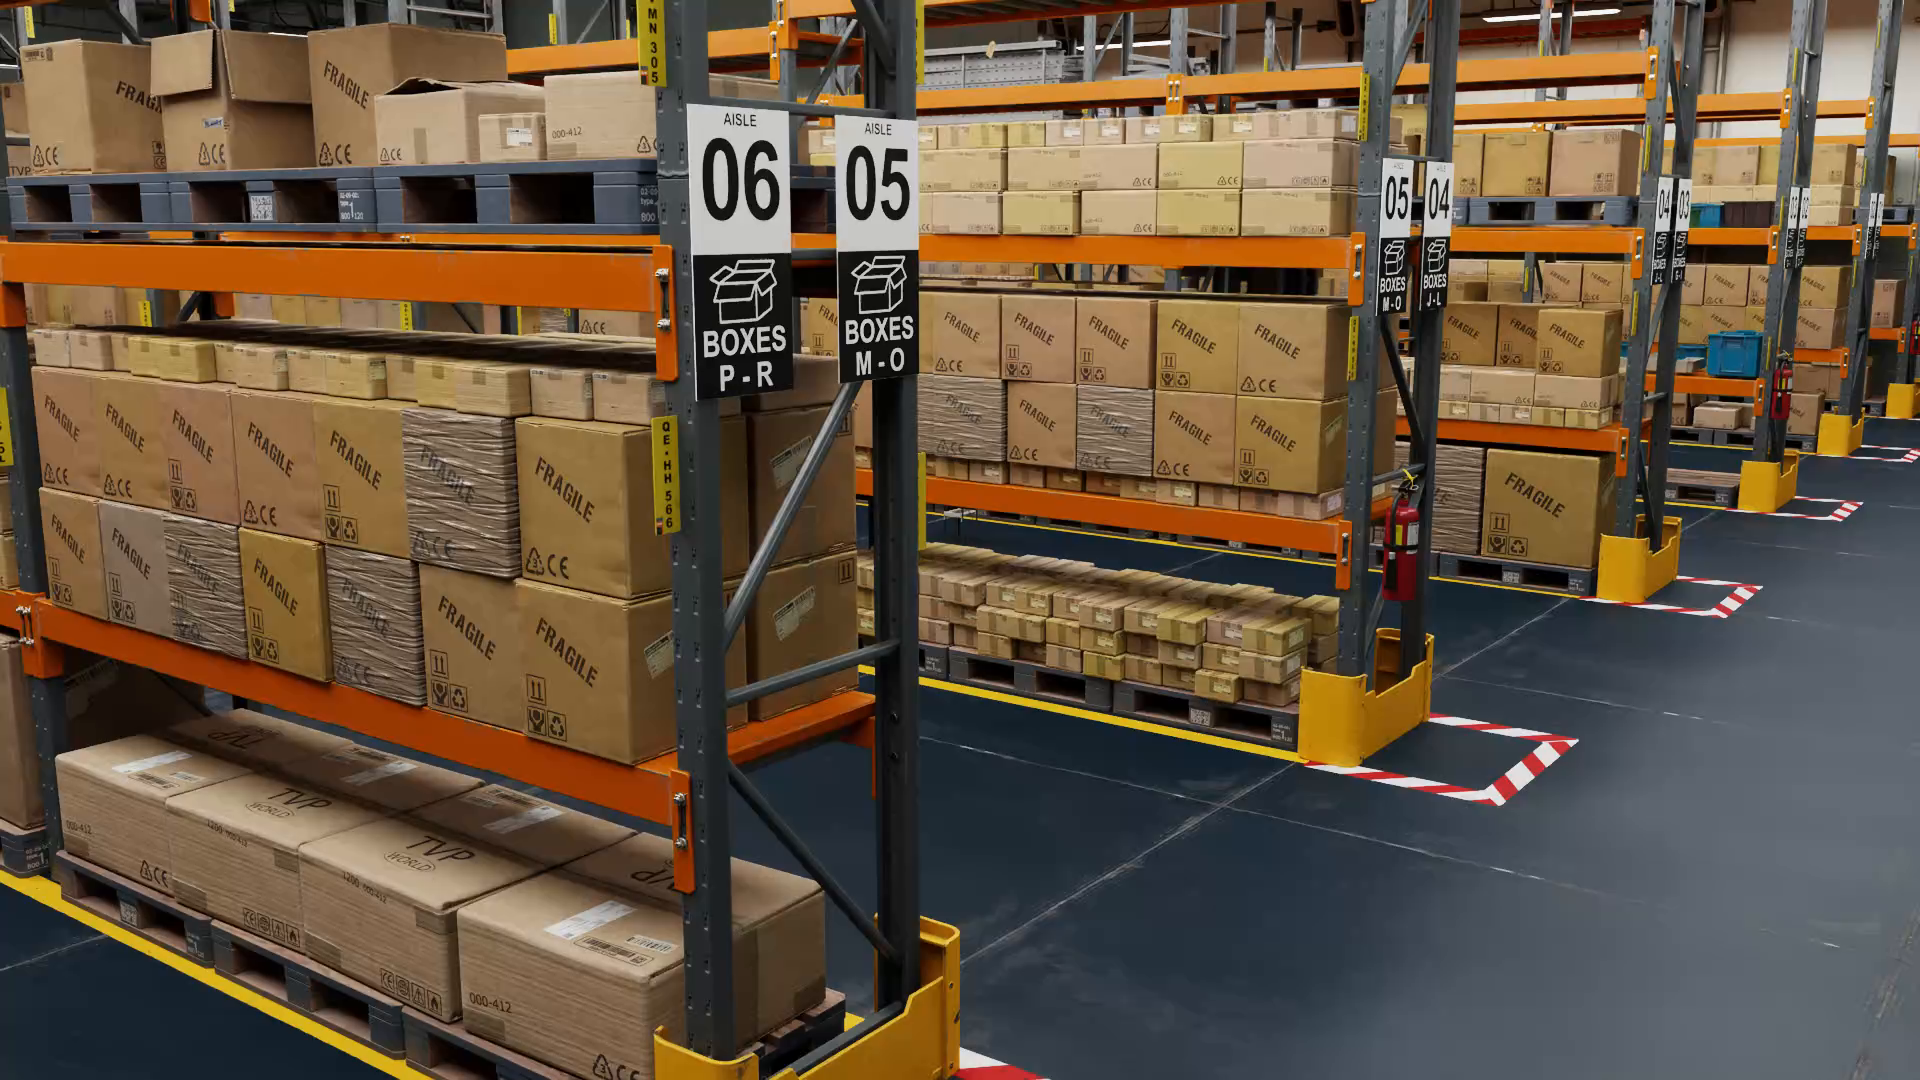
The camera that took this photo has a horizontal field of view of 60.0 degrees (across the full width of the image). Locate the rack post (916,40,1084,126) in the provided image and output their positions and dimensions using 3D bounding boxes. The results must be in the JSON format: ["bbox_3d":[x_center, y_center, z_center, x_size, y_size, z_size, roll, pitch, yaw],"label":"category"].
[{"bbox_3d":[0.285,-6.035,22.229,3.121,1.000,1.013,8,13,36],"label":"rack post"}]

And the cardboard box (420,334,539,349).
[{"bbox_3d":[-1.825,-0.697,6.353,0.250,0.149,0.380,8,13,34],"label":"cardboard box"}]

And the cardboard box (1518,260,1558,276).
[{"bbox_3d":[9.614,-4.520,27.644,0.500,0.250,0.500,8,14,37],"label":"cardboard box"}]

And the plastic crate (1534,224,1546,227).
[{"bbox_3d":[6.346,-3.559,18.547,0.466,0.136,0.293,8,13,36],"label":"plastic crate"}]

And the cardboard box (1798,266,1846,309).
[{"bbox_3d":[10.733,-3.157,20.775,0.500,0.500,0.500,8,13,35],"label":"cardboard box"}]

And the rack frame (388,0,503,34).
[{"bbox_3d":[-4.078,-4.190,13.214,0.127,3.000,1.000,8,13,36],"label":"rack frame"}]

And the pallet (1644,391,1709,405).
[{"bbox_3d":[11.526,-2.351,26.846,1.213,0.211,1.003,8,13,36],"label":"pallet"}]

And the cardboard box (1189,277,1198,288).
[{"bbox_3d":[4.256,-5.106,32.114,0.500,0.500,0.500,8,13,34],"label":"cardboard box"}]

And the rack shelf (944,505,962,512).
[{"bbox_3d":[0.007,-0.320,15.183,0.200,0.077,0.258,8,13,36],"label":"rack shelf"}]

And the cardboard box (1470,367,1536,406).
[{"bbox_3d":[4.431,-1.236,13.354,0.500,0.250,0.500,8,13,35],"label":"cardboard box"}]

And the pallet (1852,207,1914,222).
[{"bbox_3d":[13.579,-4.879,24.907,1.213,0.211,1.003,8,13,36],"label":"pallet"}]

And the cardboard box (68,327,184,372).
[{"bbox_3d":[-3.385,-0.782,6.793,0.250,0.149,0.380,8,14,36],"label":"cardboard box"}]

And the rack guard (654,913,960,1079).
[{"bbox_3d":[-0.459,1.654,5.383,0.348,0.500,1.175,8,13,36],"label":"rack guard"}]

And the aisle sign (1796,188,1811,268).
[{"bbox_3d":[8.553,-3.165,16.867,0.004,0.787,0.394,8,13,36],"label":"aisle sign"}]

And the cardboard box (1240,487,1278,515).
[{"bbox_3d":[1.762,-0.249,9.299,0.250,0.149,0.380,8,13,35],"label":"cardboard box"}]

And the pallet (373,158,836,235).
[{"bbox_3d":[-1.082,-1.087,5.306,1.213,0.211,1.003,8,13,36],"label":"pallet"}]

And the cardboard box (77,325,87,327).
[{"bbox_3d":[-8.428,-1.944,17.008,0.550,0.550,0.875,8,13,36],"label":"cardboard box"}]

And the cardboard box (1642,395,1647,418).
[{"bbox_3d":[9.262,-1.850,22.834,0.500,0.311,0.500,8,13,36],"label":"cardboard box"}]

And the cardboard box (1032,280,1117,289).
[{"bbox_3d":[1.098,-2.234,15.994,0.637,0.503,0.797,8,14,36],"label":"cardboard box"}]

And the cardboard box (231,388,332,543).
[{"bbox_3d":[-2.247,-0.301,6.011,0.500,0.500,0.500,8,13,35],"label":"cardboard box"}]

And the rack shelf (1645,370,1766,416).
[{"bbox_3d":[6.707,-1.723,18.151,4.000,0.370,1.077,8,13,36],"label":"rack shelf"}]

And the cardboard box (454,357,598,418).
[{"bbox_3d":[-1.363,-0.485,5.255,0.250,0.149,0.380,8,13,35],"label":"cardboard box"}]

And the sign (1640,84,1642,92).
[{"bbox_3d":[10.648,-7.176,25.983,0.005,0.325,0.100,8,13,36],"label":"sign"}]

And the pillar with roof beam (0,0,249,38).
[{"bbox_3d":[-24.365,-10.879,47.794,0.548,9.000,9.100,8,13,36],"label":"pillar with roof beam"}]

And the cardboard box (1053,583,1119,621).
[{"bbox_3d":[0.774,0.382,10.212,0.250,0.149,0.380,7,13,34],"label":"cardboard box"}]

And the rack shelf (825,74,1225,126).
[{"bbox_3d":[0.552,-4.163,16.025,4.000,0.370,1.077,8,13,36],"label":"rack shelf"}]

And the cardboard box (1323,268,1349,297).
[{"bbox_3d":[6.884,-4.642,29.927,0.500,0.500,0.700,6,13,30],"label":"cardboard box"}]

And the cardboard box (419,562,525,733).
[{"bbox_3d":[-1.419,0.303,5.524,0.500,0.500,0.500,8,13,34],"label":"cardboard box"}]

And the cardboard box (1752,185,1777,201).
[{"bbox_3d":[10.286,-4.328,20.907,0.500,0.250,0.500,8,13,36],"label":"cardboard box"}]

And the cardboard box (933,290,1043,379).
[{"bbox_3d":[0.180,-1.275,10.265,0.500,0.500,0.500,8,14,36],"label":"cardboard box"}]

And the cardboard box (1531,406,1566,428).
[{"bbox_3d":[4.695,-0.988,13.121,0.250,0.149,0.380,8,14,36],"label":"cardboard box"}]

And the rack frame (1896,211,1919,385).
[{"bbox_3d":[14.183,-3.368,24.760,0.127,3.000,1.000,8,13,36],"label":"rack frame"}]

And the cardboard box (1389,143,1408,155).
[{"bbox_3d":[2.162,-2.080,9.283,0.500,0.250,0.500,8,14,36],"label":"cardboard box"}]

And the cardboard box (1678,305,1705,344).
[{"bbox_3d":[9.507,-2.838,21.760,0.500,0.500,0.500,8,13,35],"label":"cardboard box"}]

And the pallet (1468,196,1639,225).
[{"bbox_3d":[4.784,-2.604,13.148,1.213,0.211,1.003,8,13,36],"label":"pallet"}]

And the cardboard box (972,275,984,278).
[{"bbox_3d":[0.417,-4.438,28.322,0.250,0.149,0.380,8,13,35],"label":"cardboard box"}]

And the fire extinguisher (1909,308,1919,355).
[{"bbox_3d":[14.032,-3.059,24.350,0.183,0.674,0.296,8,13,36],"label":"fire extinguisher"}]

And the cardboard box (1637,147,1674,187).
[{"bbox_3d":[9.171,-4.889,21.833,0.500,0.500,0.700,8,13,36],"label":"cardboard box"}]

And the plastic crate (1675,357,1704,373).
[{"bbox_3d":[7.555,-1.815,17.271,0.243,0.136,0.396,8,13,36],"label":"plastic crate"}]

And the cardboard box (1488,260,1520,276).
[{"bbox_3d":[9.203,-4.577,27.940,0.500,0.250,0.500,8,13,34],"label":"cardboard box"}]

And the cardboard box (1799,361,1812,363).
[{"bbox_3d":[13.169,-2.830,25.749,0.250,0.149,0.380,8,14,36],"label":"cardboard box"}]

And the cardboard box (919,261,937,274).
[{"bbox_3d":[-0.397,-4.919,29.098,0.500,0.500,0.700,8,14,36],"label":"cardboard box"}]

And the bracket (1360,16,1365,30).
[{"bbox_3d":[7.324,-9.157,29.416,0.430,0.232,0.235,8,13,36],"label":"bracket"}]

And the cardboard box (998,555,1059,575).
[{"bbox_3d":[0.457,0.214,11.080,0.250,0.149,0.380,7,13,33],"label":"cardboard box"}]

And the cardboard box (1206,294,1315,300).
[{"bbox_3d":[1.755,-1.178,9.761,0.500,0.500,0.500,8,14,37],"label":"cardboard box"}]

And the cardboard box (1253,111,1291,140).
[{"bbox_3d":[1.775,-2.217,8.943,0.250,0.149,0.380,8,14,36],"label":"cardboard box"}]

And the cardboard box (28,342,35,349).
[{"bbox_3d":[-4.313,-0.712,8.136,0.500,0.500,0.500,8,13,35],"label":"cardboard box"}]

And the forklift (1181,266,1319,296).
[{"bbox_3d":[2.838,-1.867,17.182,3.031,2.935,1.130,9,14,38],"label":"forklift"}]

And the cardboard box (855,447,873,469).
[{"bbox_3d":[-0.567,-0.572,10.969,0.250,0.149,0.380,8,14,37],"label":"cardboard box"}]

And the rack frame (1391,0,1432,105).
[{"bbox_3d":[5.095,-5.246,18.675,0.127,3.000,1.000,8,13,36],"label":"rack frame"}]

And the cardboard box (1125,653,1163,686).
[{"bbox_3d":[1.187,0.739,9.931,0.250,0.149,0.380,8,14,36],"label":"cardboard box"}]

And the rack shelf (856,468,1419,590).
[{"bbox_3d":[0.758,-0.216,10.366,4.000,0.370,1.077,8,13,36],"label":"rack shelf"}]

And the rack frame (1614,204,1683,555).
[{"bbox_3d":[5.388,-1.093,13.001,0.127,3.000,1.000,8,13,36],"label":"rack frame"}]

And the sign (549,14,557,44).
[{"bbox_3d":[-4.620,-5.804,18.890,0.005,0.325,0.100,8,13,36],"label":"sign"}]

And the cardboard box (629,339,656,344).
[{"bbox_3d":[-2.370,-1.489,13.036,0.250,0.149,0.380,9,14,38],"label":"cardboard box"}]

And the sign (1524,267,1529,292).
[{"bbox_3d":[7.705,-3.542,22.612,0.005,0.325,0.100,8,13,36],"label":"sign"}]

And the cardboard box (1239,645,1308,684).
[{"bbox_3d":[1.776,0.687,9.419,0.250,0.149,0.380,8,13,34],"label":"cardboard box"}]

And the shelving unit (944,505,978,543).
[{"bbox_3d":[0.007,-0.441,15.160,0.210,0.900,0.258,8,13,36],"label":"shelving unit"}]

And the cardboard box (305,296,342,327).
[{"bbox_3d":[-5.257,-1.950,14.538,0.500,0.500,0.700,8,13,35],"label":"cardboard box"}]
